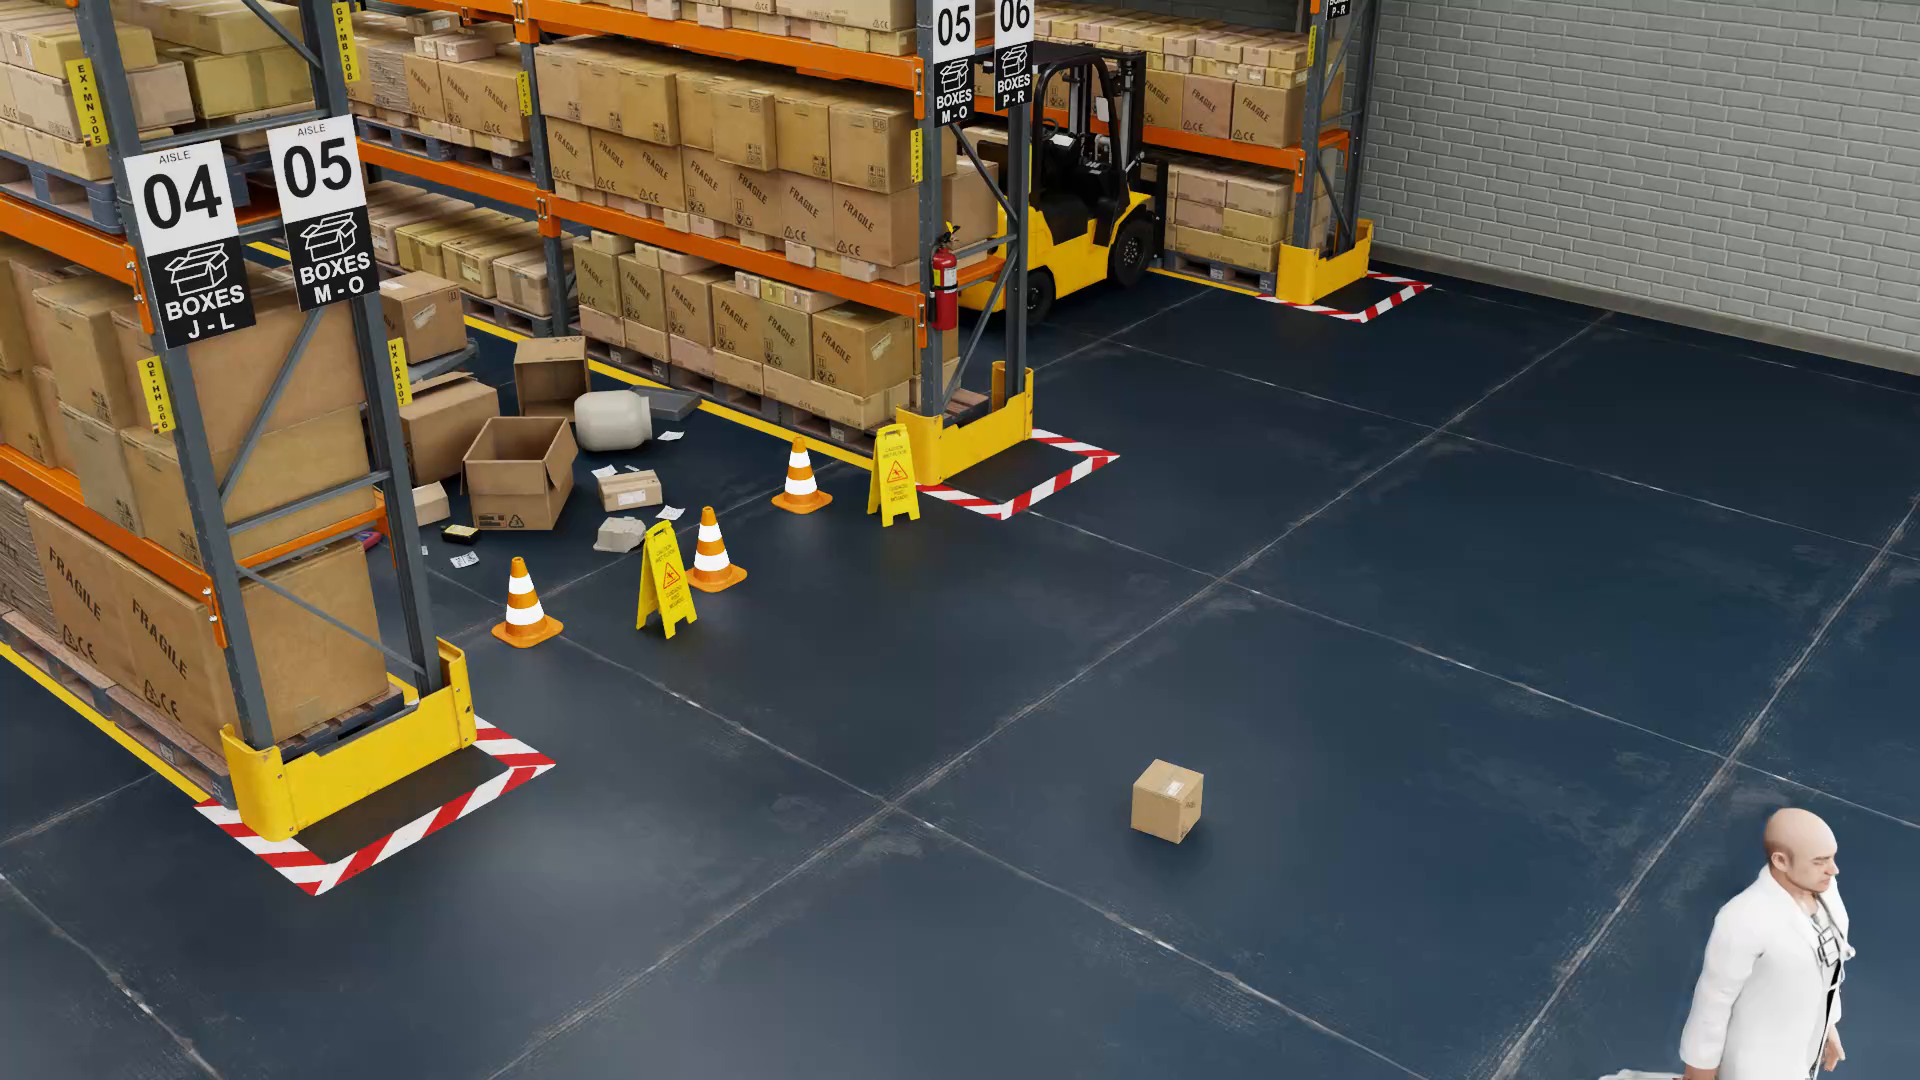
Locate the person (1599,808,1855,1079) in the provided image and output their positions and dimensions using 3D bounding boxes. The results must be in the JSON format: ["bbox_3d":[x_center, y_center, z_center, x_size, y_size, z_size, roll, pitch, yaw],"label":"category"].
[{"bbox_3d":[2.607,1.719,5.499,0.568,1.520,0.980,-21,34,-35],"label":"person"}]
